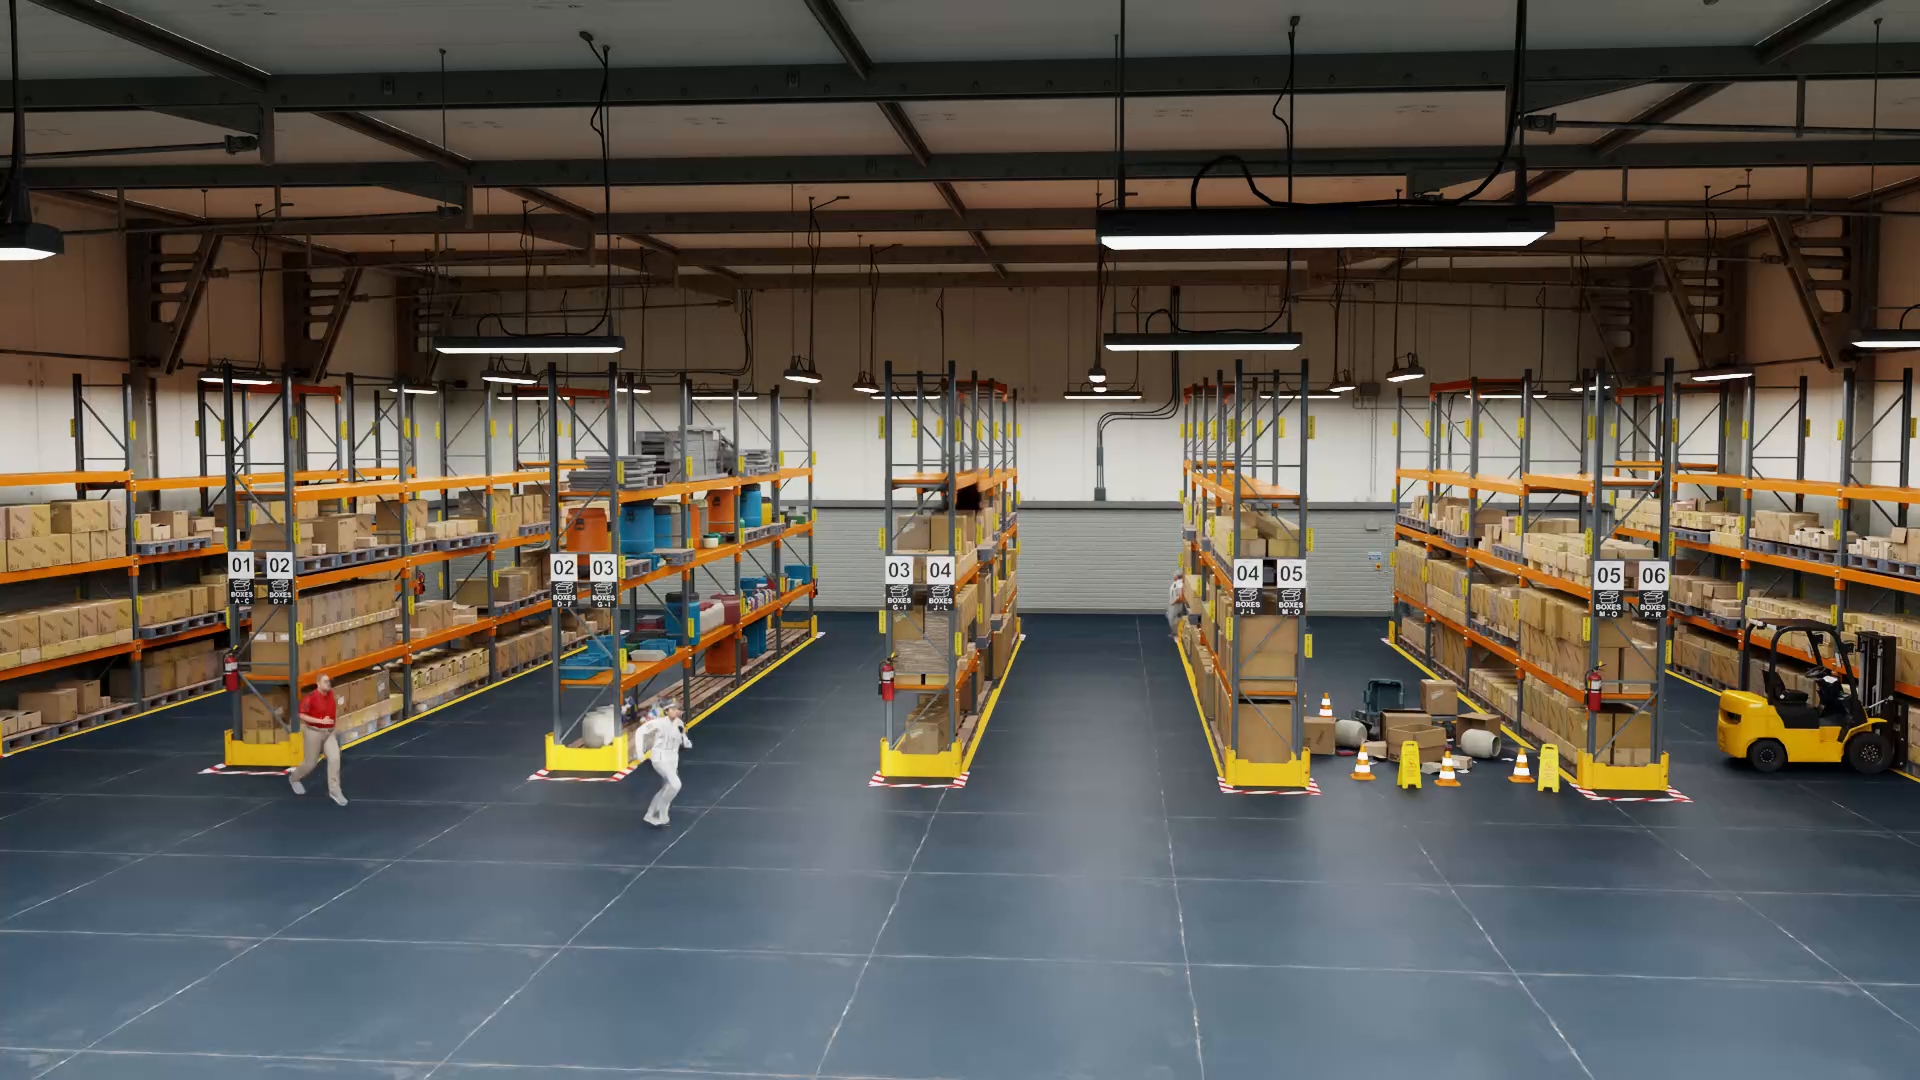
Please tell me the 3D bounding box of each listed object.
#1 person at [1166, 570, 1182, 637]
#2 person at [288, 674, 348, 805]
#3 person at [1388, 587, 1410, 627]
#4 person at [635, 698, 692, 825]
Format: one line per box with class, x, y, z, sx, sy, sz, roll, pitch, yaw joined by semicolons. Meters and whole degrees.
person;5.320;1.566;40.431;0.558;1.643;0.634;-1;4;-11
person;-8.673;2.672;22.459;1.026;1.751;0.685;2;4;26
person;10.683;1.485;40.169;0.722;1.800;0.671;0;4;-4
person;-3.634;2.773;20.839;0.607;1.612;0.645;3;5;37
